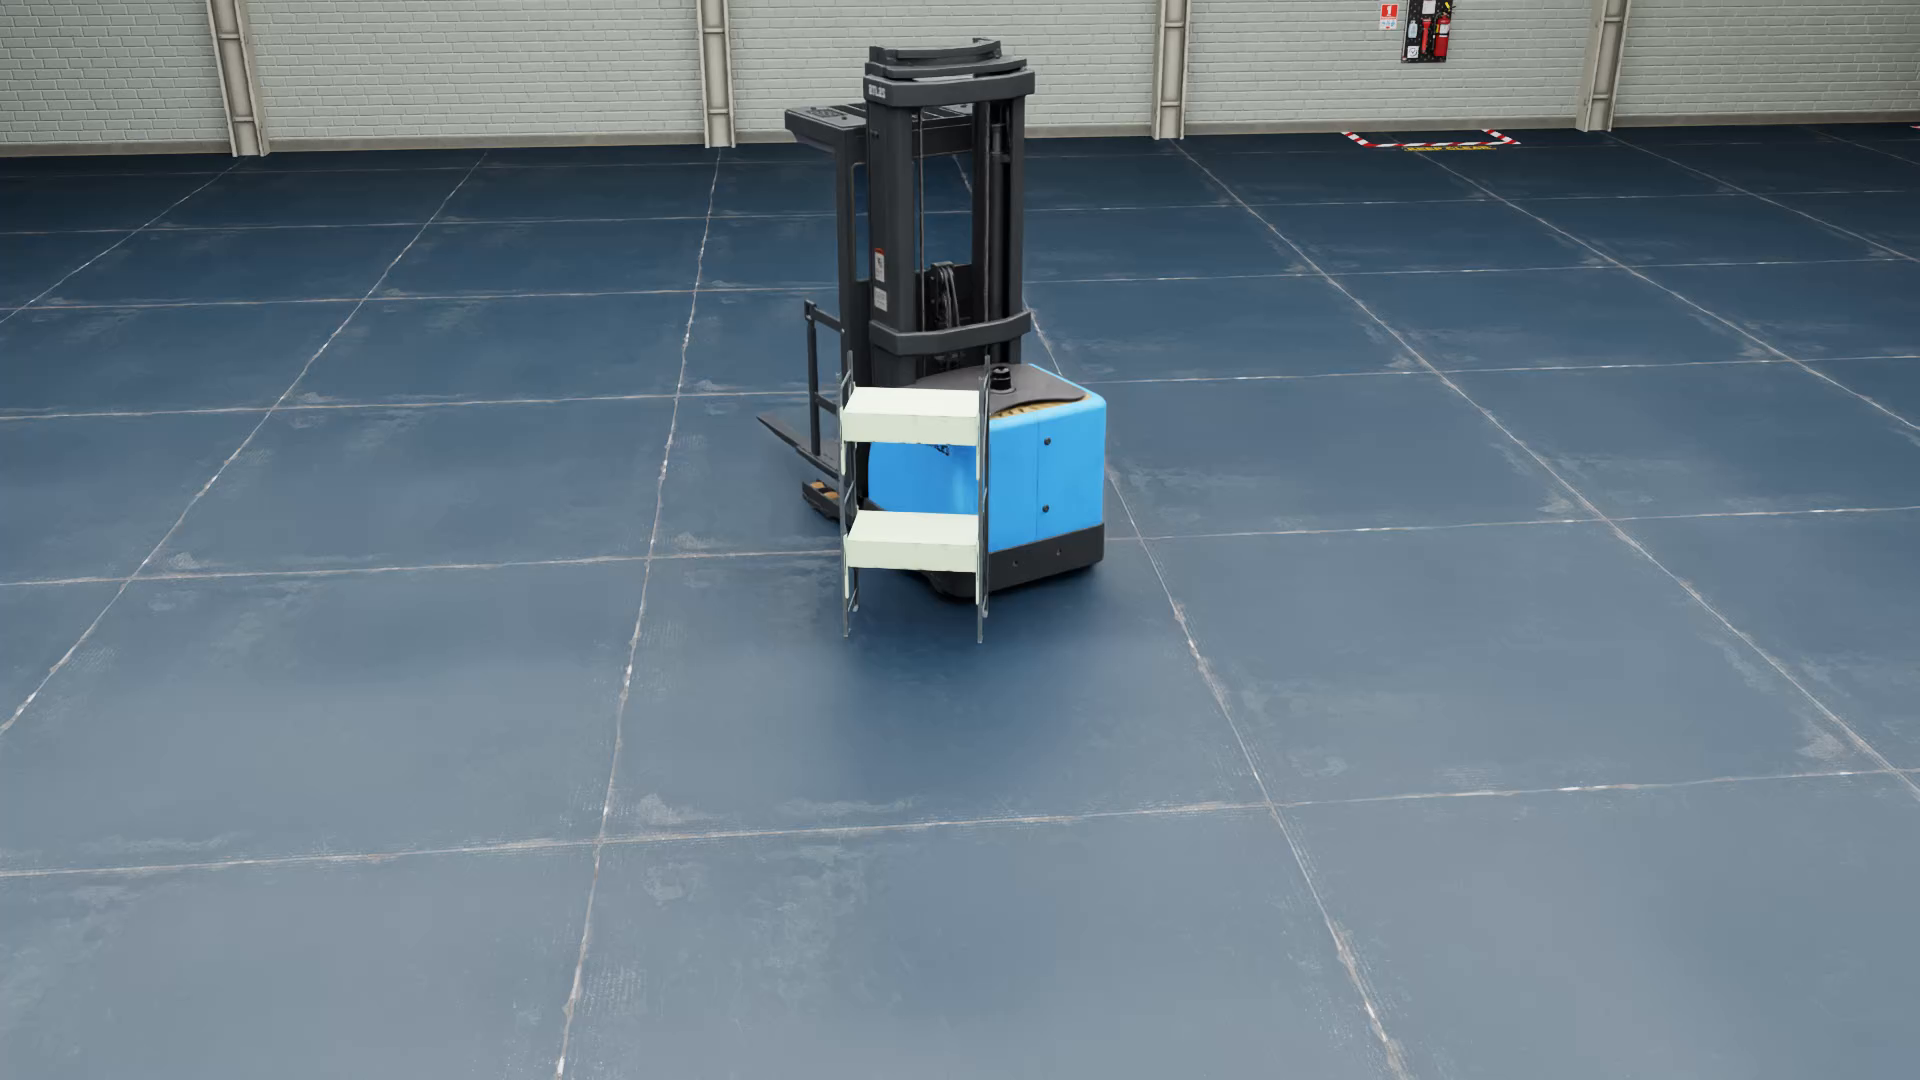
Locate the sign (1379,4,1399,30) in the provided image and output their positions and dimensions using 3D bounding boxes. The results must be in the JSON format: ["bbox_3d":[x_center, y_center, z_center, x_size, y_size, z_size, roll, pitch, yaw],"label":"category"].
[{"bbox_3d":[5.754,-7.022,22.311,0.234,0.329,0.001,-2,24,-5],"label":"sign"}]

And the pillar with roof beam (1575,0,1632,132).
[{"bbox_3d":[9.200,-8.070,17.328,0.400,9.000,9.100,-2,24,-5],"label":"pillar with roof beam"}]

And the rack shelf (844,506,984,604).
[{"bbox_3d":[-0.238,0.077,9.032,0.720,0.370,0.431,2,24,5],"label":"rack shelf"}]

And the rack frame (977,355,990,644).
[{"bbox_3d":[0.126,-0.205,8.866,0.023,1.500,0.400,2,24,5],"label":"rack frame"}]

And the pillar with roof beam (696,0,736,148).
[{"bbox_3d":[-2.741,-7.591,16.250,0.400,9.000,9.100,-2,24,-5],"label":"pillar with roof beam"}]

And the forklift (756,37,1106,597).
[{"bbox_3d":[-0.356,-1.570,10.173,1.130,2.935,3.031,-14,28,-29],"label":"forklift"}]

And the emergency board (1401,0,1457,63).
[{"bbox_3d":[6.314,-6.986,22.274,0.643,1.169,0.194,-2,24,-5],"label":"emergency board"}]

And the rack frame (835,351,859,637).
[{"bbox_3d":[-0.602,-0.236,8.934,0.023,1.500,0.400,2,24,5],"label":"rack frame"}]

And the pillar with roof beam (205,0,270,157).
[{"bbox_3d":[-8.712,-7.352,15.711,0.400,9.000,9.100,-2,24,-5],"label":"pillar with roof beam"}]

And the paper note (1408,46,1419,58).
[{"bbox_3d":[6.131,-6.604,22.499,0.142,0.148,0.016,-2,24,-5],"label":"paper note"}]

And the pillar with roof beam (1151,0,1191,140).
[{"bbox_3d":[3.229,-7.831,16.789,0.400,9.000,9.100,-2,24,-5],"label":"pillar with roof beam"}]

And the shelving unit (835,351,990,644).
[{"bbox_3d":[-0.238,-0.221,8.900,0.755,1.500,0.431,2,24,5],"label":"shelving unit"}]

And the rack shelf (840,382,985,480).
[{"bbox_3d":[-0.238,-0.577,8.741,0.720,0.370,0.431,2,24,5],"label":"rack shelf"}]
